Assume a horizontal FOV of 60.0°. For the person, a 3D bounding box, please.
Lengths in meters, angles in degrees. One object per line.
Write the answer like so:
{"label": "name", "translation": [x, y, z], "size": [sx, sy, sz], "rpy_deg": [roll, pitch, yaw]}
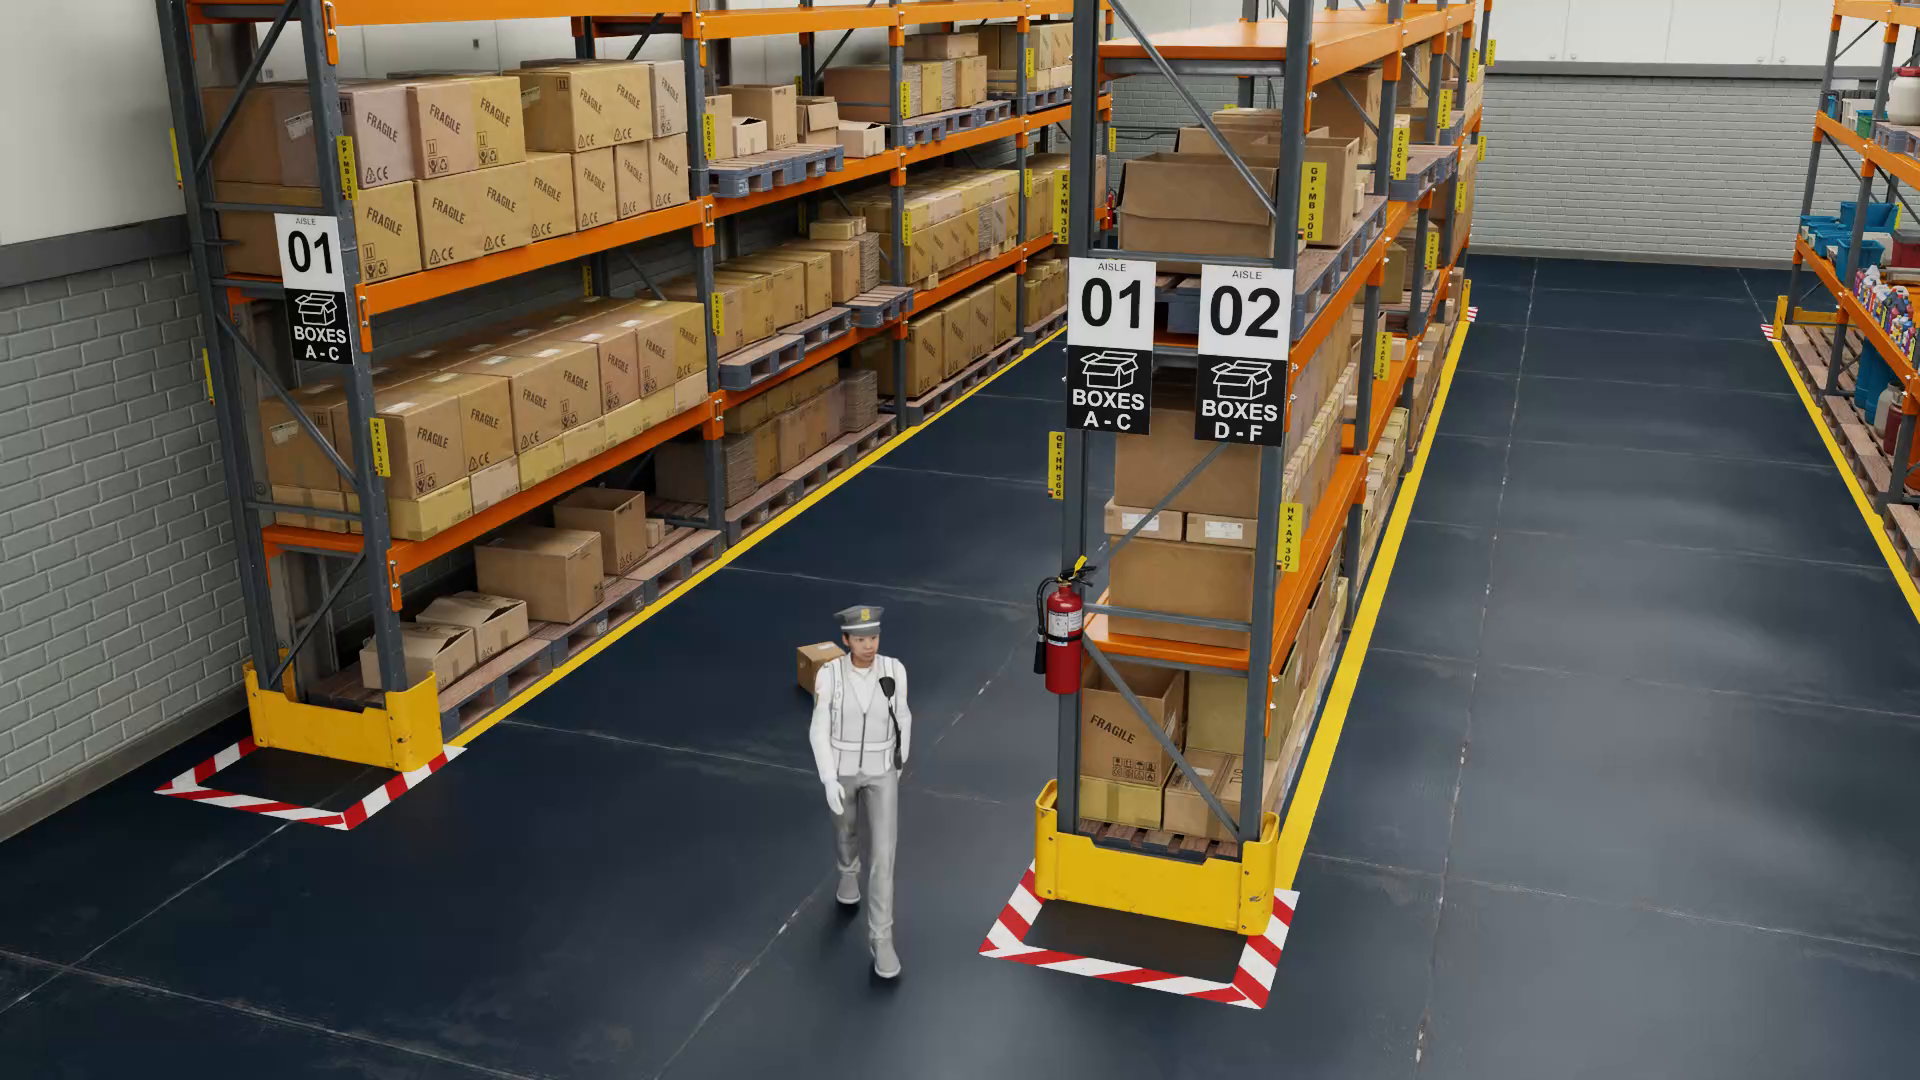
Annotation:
{"label": "person", "translation": [-0.453, 1.097, 7.751], "size": [0.487, 1.635, 0.967], "rpy_deg": [-2, 19, -5]}
